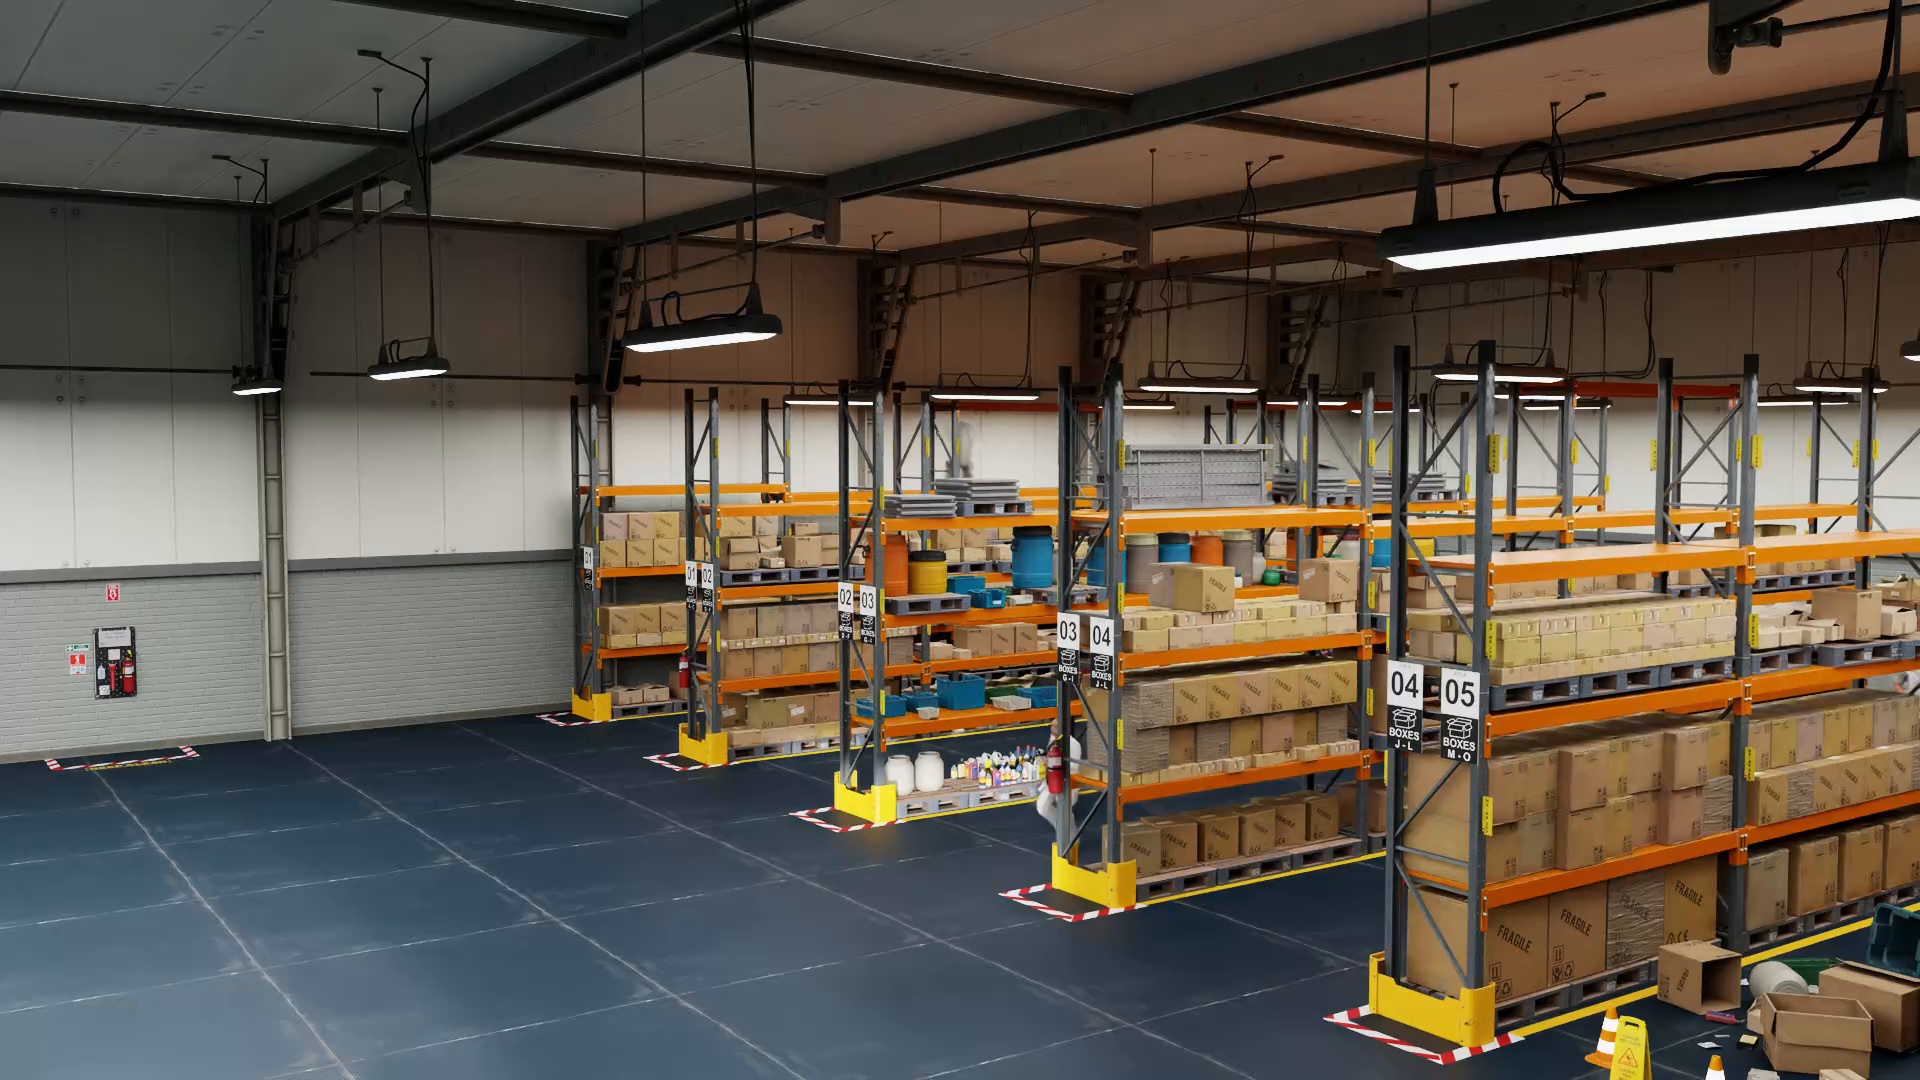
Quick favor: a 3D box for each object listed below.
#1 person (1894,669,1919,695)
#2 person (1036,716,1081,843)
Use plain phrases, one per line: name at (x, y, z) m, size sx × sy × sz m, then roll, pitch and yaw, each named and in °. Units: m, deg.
person at (15.781, 2.648, 27.477) m, size 0.703 × 1.731 × 0.560 m, roll 0°, pitch 3°, yaw -4°
person at (1.312, 3.041, 20.919) m, size 0.732 × 1.701 × 0.667 m, roll -3°, pitch 5°, yaw -43°
